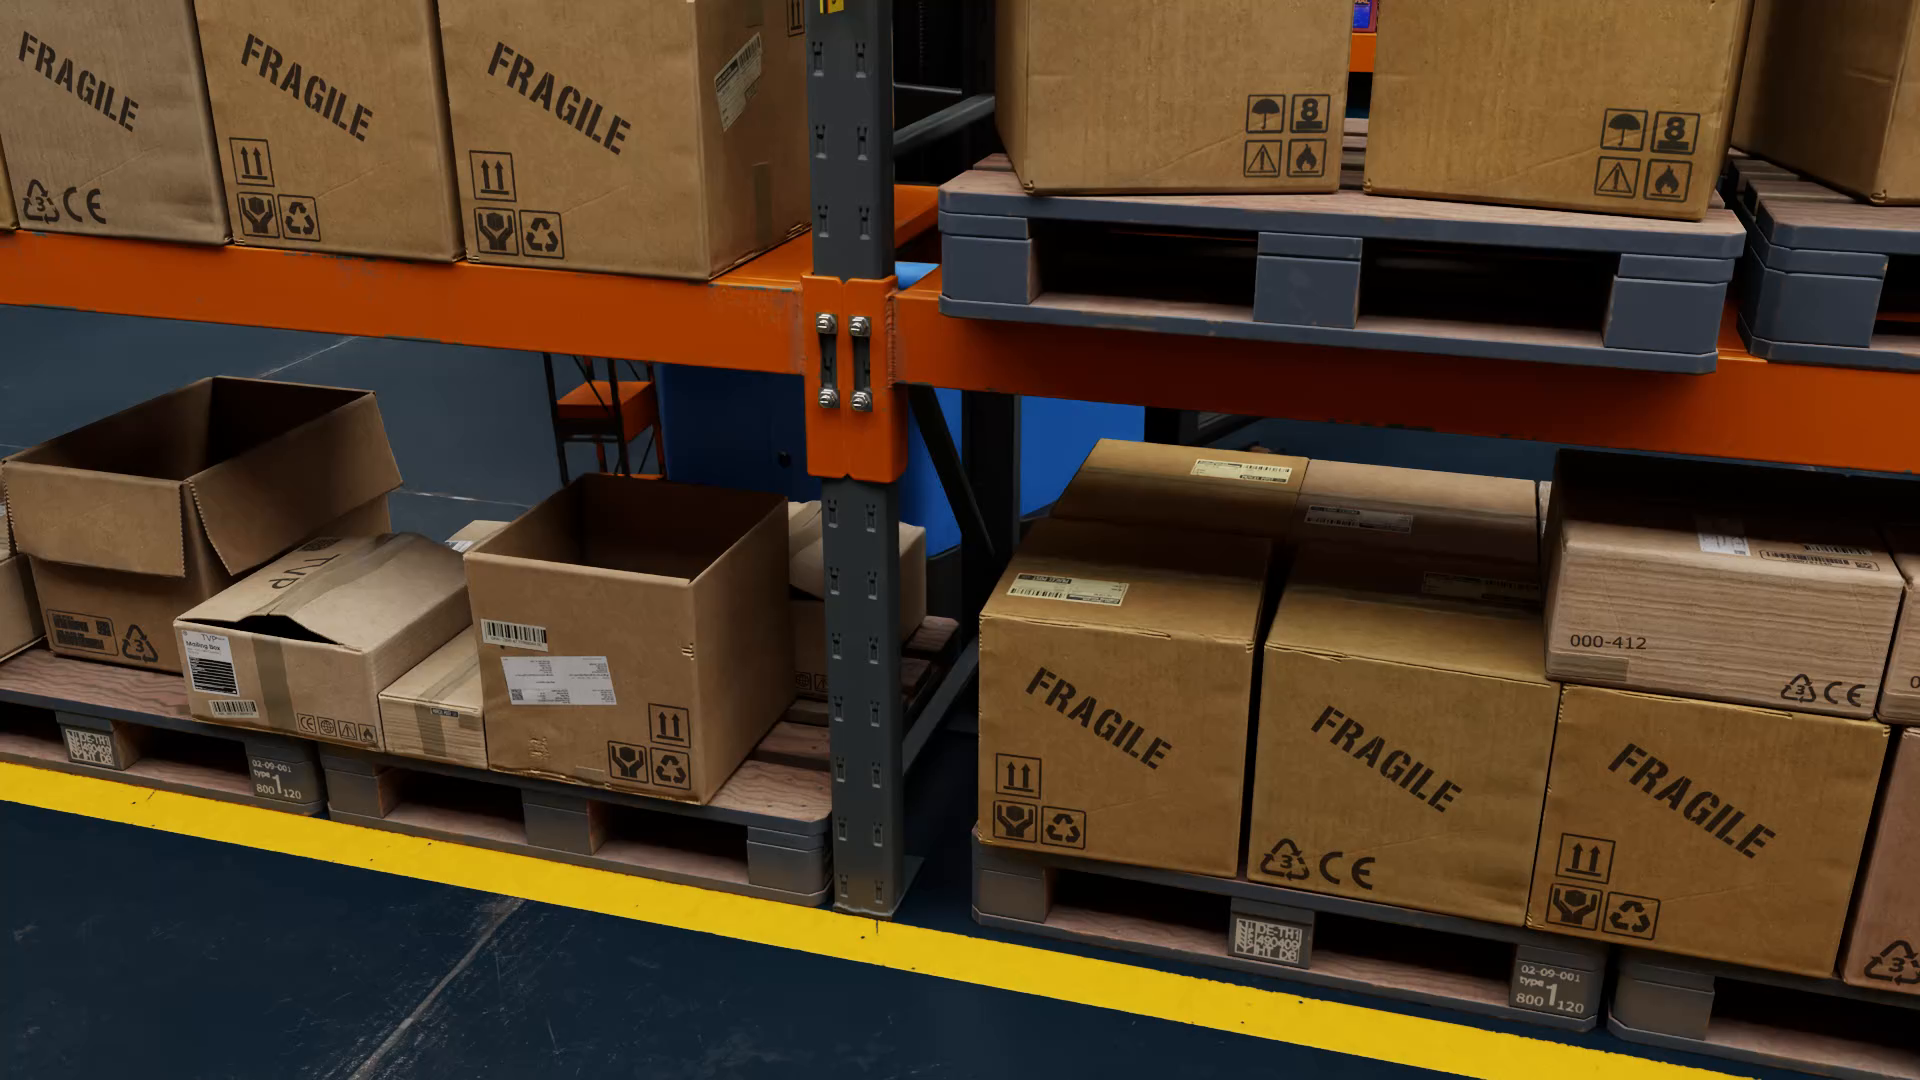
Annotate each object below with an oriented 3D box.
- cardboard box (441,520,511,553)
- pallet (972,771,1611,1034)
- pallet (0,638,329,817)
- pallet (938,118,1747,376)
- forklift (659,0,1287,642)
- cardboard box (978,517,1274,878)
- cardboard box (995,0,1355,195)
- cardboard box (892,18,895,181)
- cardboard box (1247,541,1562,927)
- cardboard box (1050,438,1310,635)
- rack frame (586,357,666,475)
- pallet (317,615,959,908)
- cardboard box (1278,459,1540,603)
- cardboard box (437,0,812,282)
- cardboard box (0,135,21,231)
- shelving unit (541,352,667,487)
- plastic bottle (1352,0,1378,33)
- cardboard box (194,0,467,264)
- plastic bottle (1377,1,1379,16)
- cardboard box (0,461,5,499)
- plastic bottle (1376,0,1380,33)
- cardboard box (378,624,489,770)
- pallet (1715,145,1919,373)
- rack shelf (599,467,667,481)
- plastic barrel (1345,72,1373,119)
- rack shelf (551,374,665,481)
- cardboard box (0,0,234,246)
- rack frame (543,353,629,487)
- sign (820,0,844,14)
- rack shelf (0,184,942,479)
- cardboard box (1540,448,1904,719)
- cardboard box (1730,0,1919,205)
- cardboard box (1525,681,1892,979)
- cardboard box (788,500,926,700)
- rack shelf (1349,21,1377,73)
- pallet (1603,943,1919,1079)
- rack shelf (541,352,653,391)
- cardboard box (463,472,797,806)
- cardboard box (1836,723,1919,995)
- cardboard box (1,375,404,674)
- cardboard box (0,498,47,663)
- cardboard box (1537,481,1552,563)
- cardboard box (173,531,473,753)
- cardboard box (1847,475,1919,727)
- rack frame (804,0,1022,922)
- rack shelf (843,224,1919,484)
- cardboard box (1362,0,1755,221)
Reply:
[{"bbox_3d":[-1.226,0.092,4.247,0.250,0.166,0.380,7,23,16],"label":"cardboard box"},{"bbox_3d":[0.734,0.566,3.612,1.213,0.211,1.003,7,23,16],"label":"pallet"},{"bbox_3d":[-1.884,0.282,4.305,1.213,0.211,1.003,7,23,16],"label":"pallet"},{"bbox_3d":[0.678,-0.584,2.993,1.213,0.211,1.003,7,23,16],"label":"pallet"},{"bbox_3d":[0.456,-1.561,5.212,1.130,2.935,3.031,18,28,37],"label":"forklift"},{"bbox_3d":[0.337,0.295,3.313,0.500,0.500,0.500,5,23,13],"label":"cardboard box"},{"bbox_3d":[0.333,-0.907,2.844,0.500,0.500,0.700,-1,22,-3],"label":"cardboard box"},{"bbox_3d":[-0.465,-1.001,3.626,0.500,0.500,0.500,7,23,17],"label":"cardboard box"},{"bbox_3d":[0.851,0.349,3.180,0.500,0.500,0.500,7,23,16],"label":"cardboard box"},{"bbox_3d":[0.500,0.103,3.780,0.500,0.500,0.500,6,23,15],"label":"cardboard box"},{"bbox_3d":[-0.953,-0.358,4.744,0.200,1.050,0.008,2,22,13],"label":"rack frame"},{"bbox_3d":[-0.713,0.415,3.981,1.213,0.211,1.003,7,23,16],"label":"pallet"},{"bbox_3d":[0.971,0.160,3.640,0.500,0.500,0.500,7,23,16],"label":"cardboard box"},{"bbox_3d":[-0.608,-0.808,3.154,0.500,0.500,0.500,7,23,16],"label":"cardboard box"},{"bbox_3d":[-2.083,-0.974,3.560,0.500,0.500,0.500,7,23,16],"label":"cardboard box"},{"bbox_3d":[-0.980,-0.313,4.633,0.215,1.050,0.252,2,22,13],"label":"shelving unit"},{"bbox_3d":[1.734,-2.335,7.164,0.133,0.283,0.061,7,23,16],"label":"plastic bottle"},{"bbox_3d":[-1.102,-0.864,3.291,0.500,0.500,0.500,7,23,17],"label":"cardboard box"},{"bbox_3d":[1.969,-2.579,7.866,0.097,0.201,0.097,0,22,0],"label":"plastic bottle"},{"bbox_3d":[-2.392,-0.084,4.567,0.500,0.250,0.500,7,23,16],"label":"cardboard box"},{"bbox_3d":[1.850,-2.291,7.165,0.097,0.201,0.097,0,22,0],"label":"plastic bottle"},{"bbox_3d":[-1.059,0.337,3.673,0.250,0.149,0.380,7,23,16],"label":"cardboard box"},{"bbox_3d":[1.911,-0.484,2.750,1.213,0.211,1.003,7,23,16],"label":"pallet"},{"bbox_3d":[-0.964,-0.045,4.739,0.215,0.259,0.240,2,22,13],"label":"rack shelf"},{"bbox_3d":[1.895,-1.757,7.812,0.708,0.901,0.600,7,23,16],"label":"plastic barrel"},{"bbox_3d":[-0.979,-0.303,4.637,0.215,0.259,0.240,2,22,13],"label":"rack shelf"},{"bbox_3d":[-1.595,-0.919,3.426,0.500,0.500,0.500,7,23,17],"label":"cardboard box"},{"bbox_3d":[-1.006,-0.268,4.523,0.200,1.050,0.008,2,22,13],"label":"rack frame"},{"bbox_3d":[-0.205,-1.002,2.620,0.005,0.325,0.100,7,23,16],"label":"sign"},{"bbox_3d":[-1.970,-0.686,3.938,4.000,0.370,1.077,7,23,16],"label":"rack shelf"},{"bbox_3d":[1.295,0.057,2.903,0.500,0.250,0.500,7,23,16],"label":"cardboard box"},{"bbox_3d":[1.654,-0.869,2.751,0.500,0.500,0.700,1,22,2],"label":"cardboard box"},{"bbox_3d":[1.327,0.407,3.040,0.500,0.500,0.500,7,23,16],"label":"cardboard box"},{"bbox_3d":[-0.395,0.116,3.998,0.500,0.311,0.500,7,23,16],"label":"cardboard box"},{"bbox_3d":[3.294,-2.047,7.256,4.000,0.370,1.077,7,23,16],"label":"rack shelf"},{"bbox_3d":[1.906,0.699,3.288,1.213,0.211,1.003,7,23,16],"label":"pallet"},{"bbox_3d":[-0.994,-0.567,4.534,0.215,0.259,0.240,2,22,13],"label":"rack shelf"},{"bbox_3d":[-0.683,0.194,3.559,0.500,0.500,0.500,7,23,16],"label":"cardboard box"},{"bbox_3d":[1.811,0.462,2.904,0.500,0.500,0.500,6,23,14],"label":"cardboard box"},{"bbox_3d":[-1.856,-0.052,4.155,0.637,0.503,0.797,7,23,16],"label":"cardboard box"},{"bbox_3d":[-2.489,0.103,4.111,0.500,0.250,0.500,7,23,16],"label":"cardboard box"},{"bbox_3d":[1.451,0.216,3.506,0.500,0.500,0.500,7,23,16],"label":"cardboard box"},{"bbox_3d":[-1.401,0.199,3.795,0.500,0.311,0.500,7,23,16],"label":"cardboard box"},{"bbox_3d":[1.775,0.112,2.770,0.500,0.250,0.500,6,23,14],"label":"cardboard box"},{"bbox_3d":[-0.055,-0.800,3.267,0.127,3.000,1.000,7,23,16],"label":"rack frame"},{"bbox_3d":[1.859,-0.248,2.869,4.000,0.370,1.077,7,23,16],"label":"rack shelf"},{"bbox_3d":[1.010,-0.855,2.716,0.500,0.500,0.700,10,25,24],"label":"cardboard box"}]
